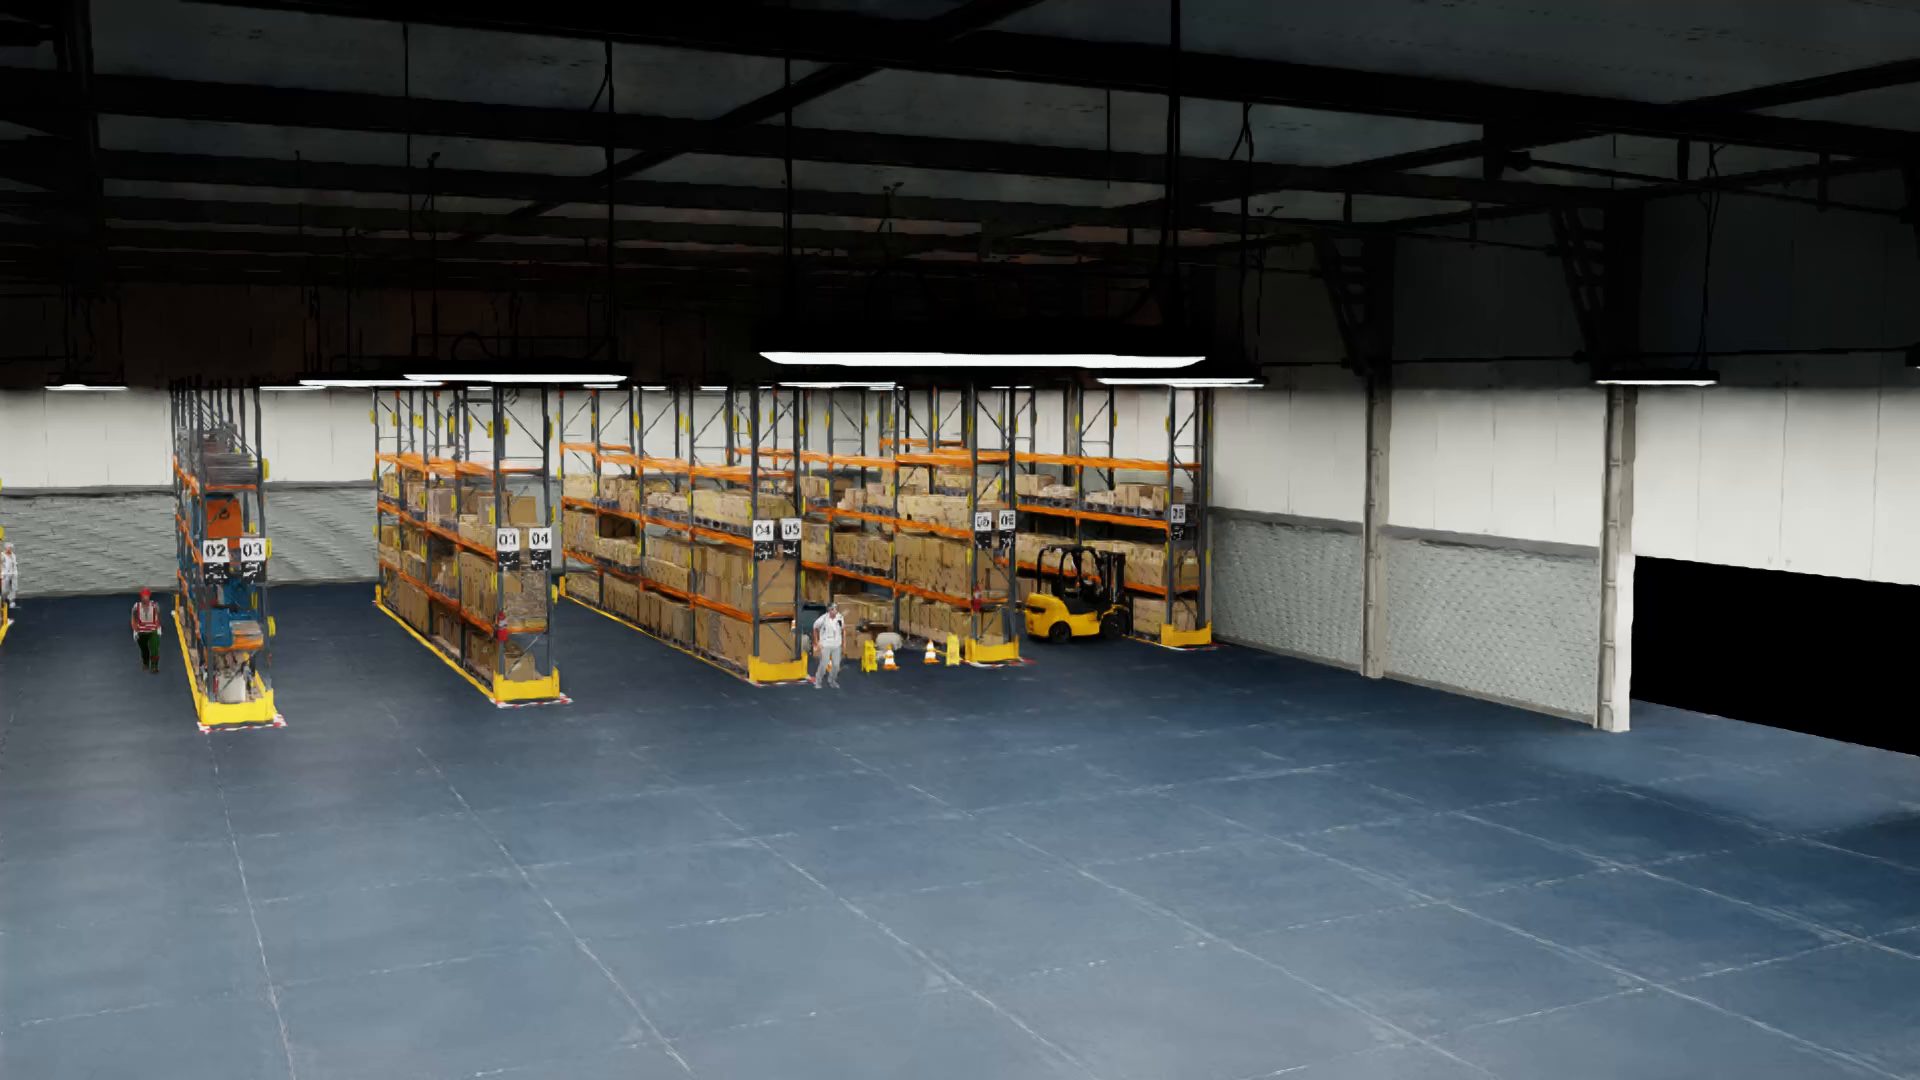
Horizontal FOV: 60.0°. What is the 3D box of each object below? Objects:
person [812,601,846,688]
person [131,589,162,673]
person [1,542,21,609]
[{"bbox_3d":[-2.524,2.013,32.171,0.682,1.715,0.542,-3,6,-28],"label":"person"},{"bbox_3d":[-16.588,1.840,33.920,0.553,1.709,1.123,-2,6,-24],"label":"person"},{"bbox_3d":[-25.165,0.947,43.764,0.473,1.786,0.708,2,5,21],"label":"person"}]
